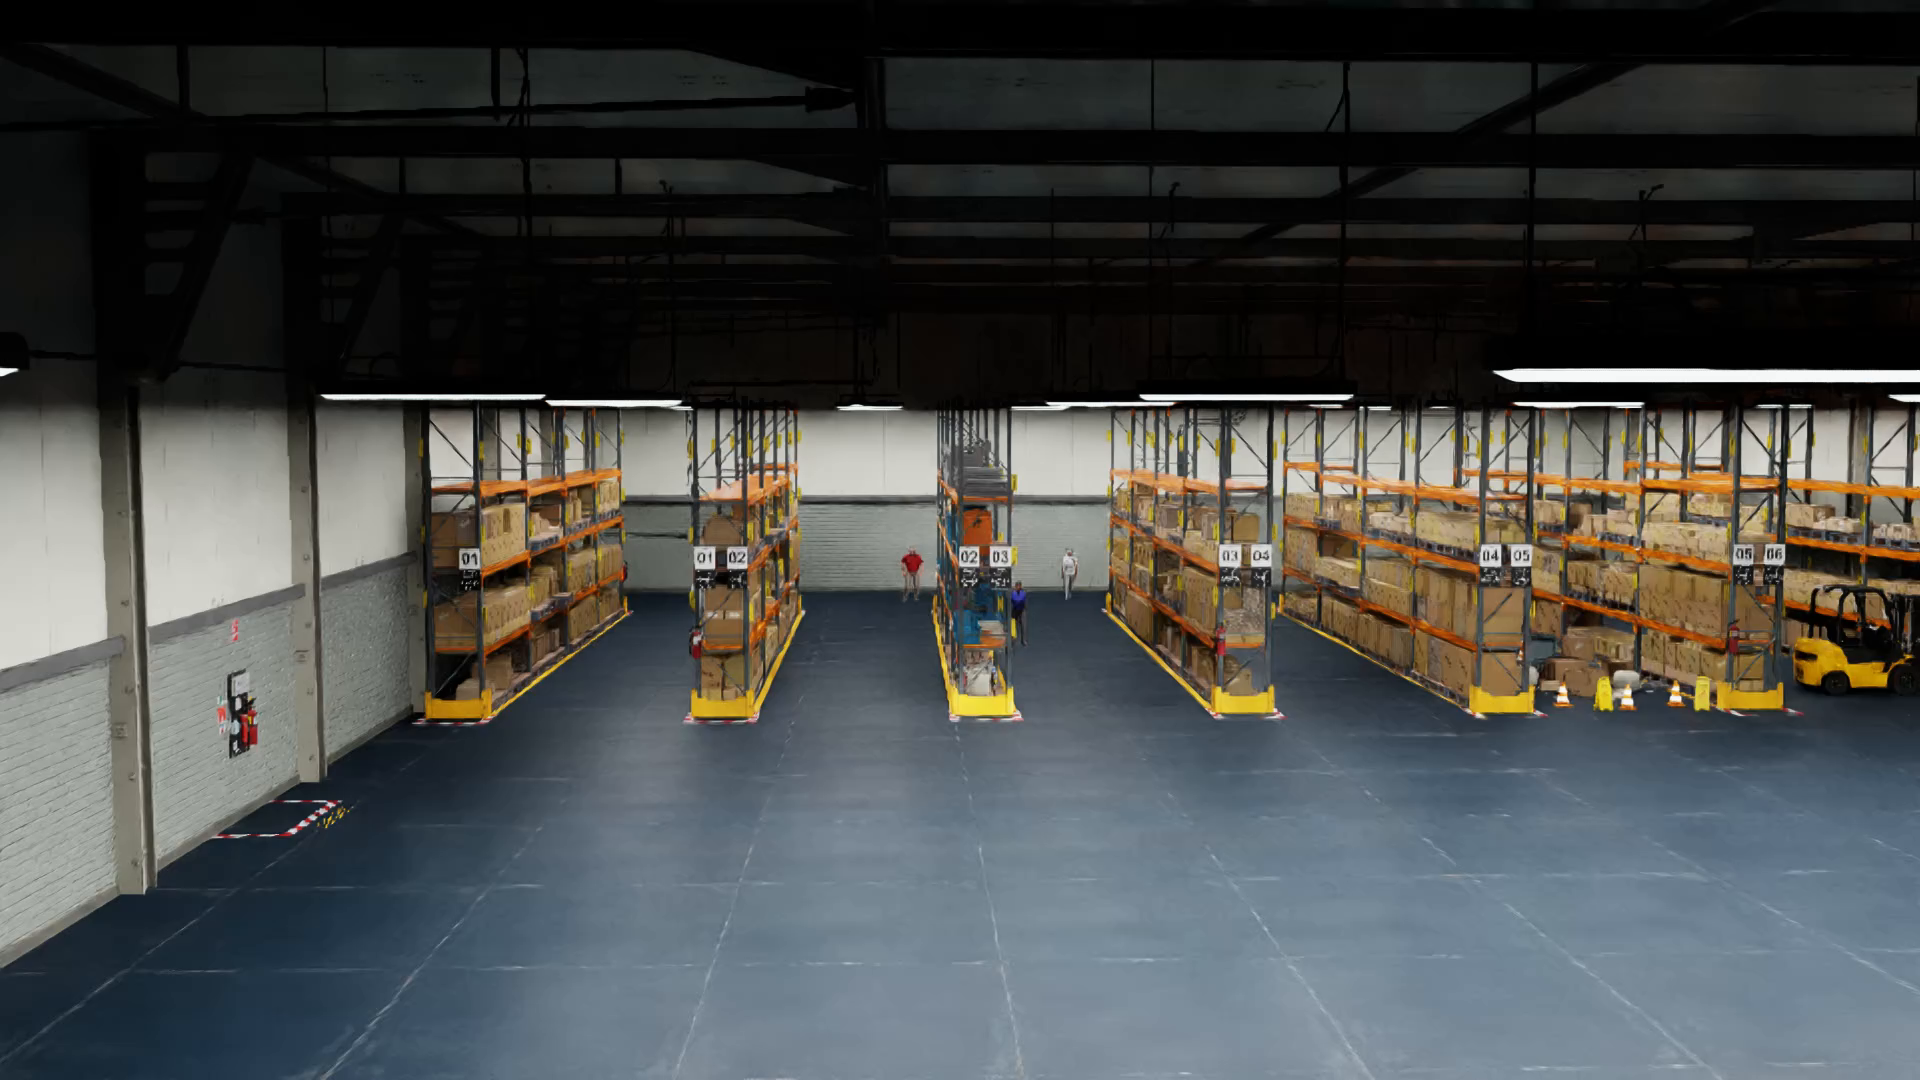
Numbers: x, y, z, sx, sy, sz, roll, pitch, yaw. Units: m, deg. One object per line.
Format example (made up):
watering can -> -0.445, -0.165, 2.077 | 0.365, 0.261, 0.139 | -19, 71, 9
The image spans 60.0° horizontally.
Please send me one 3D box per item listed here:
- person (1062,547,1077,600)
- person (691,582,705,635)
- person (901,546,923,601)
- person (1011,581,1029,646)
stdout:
person -> 3.346, 1.000, 50.593 | 0.447, 1.587, 1.078 | 0, 4, -4
person -> -6.503, 1.610, 42.033 | 0.598, 1.698, 1.194 | 0, 4, 0
person -> -1.446, 1.008, 50.298 | 0.682, 1.676, 0.535 | 0, 4, -3
person -> 1.417, 1.778, 40.762 | 0.450, 1.558, 1.089 | 0, 4, -4
